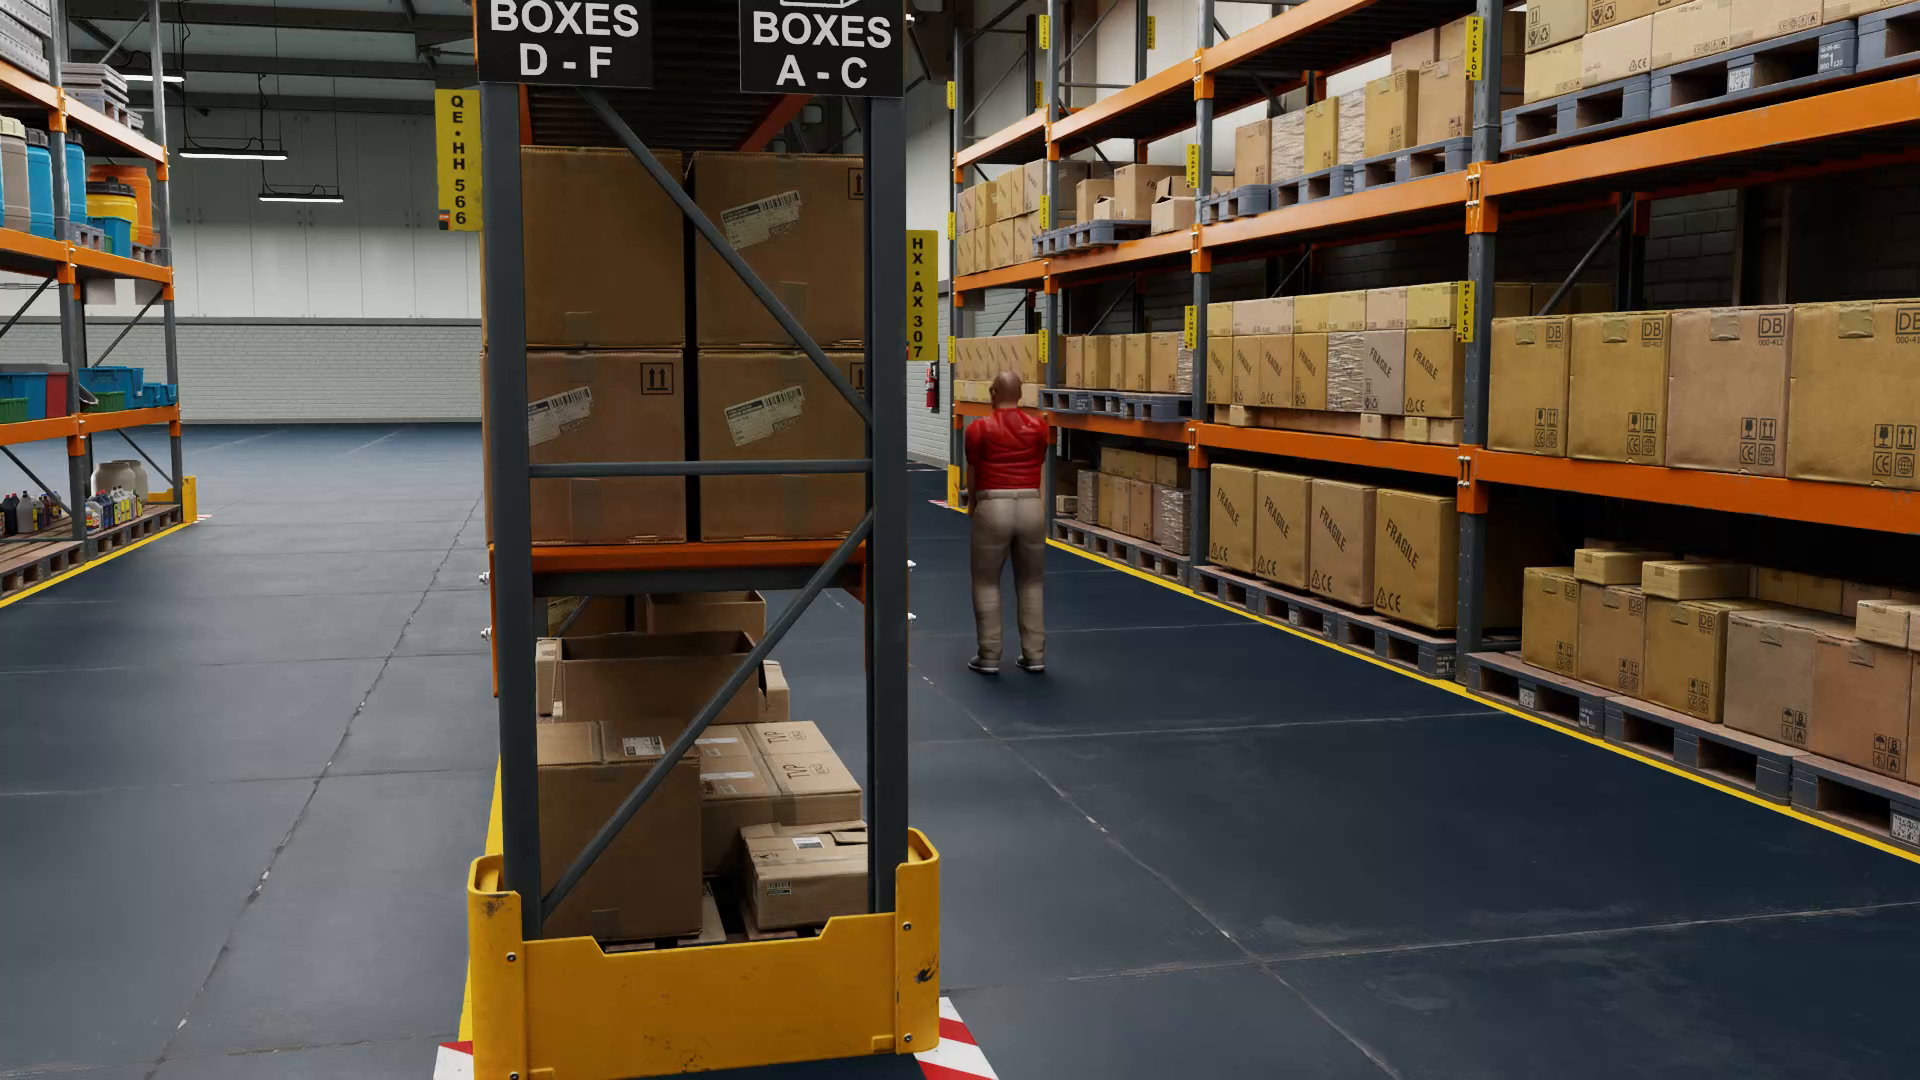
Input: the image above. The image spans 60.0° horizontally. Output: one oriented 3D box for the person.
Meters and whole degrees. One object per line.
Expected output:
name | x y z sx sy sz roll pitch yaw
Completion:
person | 0.239 -0.109 9.601 0.490 1.724 0.542 -1 6 -14
